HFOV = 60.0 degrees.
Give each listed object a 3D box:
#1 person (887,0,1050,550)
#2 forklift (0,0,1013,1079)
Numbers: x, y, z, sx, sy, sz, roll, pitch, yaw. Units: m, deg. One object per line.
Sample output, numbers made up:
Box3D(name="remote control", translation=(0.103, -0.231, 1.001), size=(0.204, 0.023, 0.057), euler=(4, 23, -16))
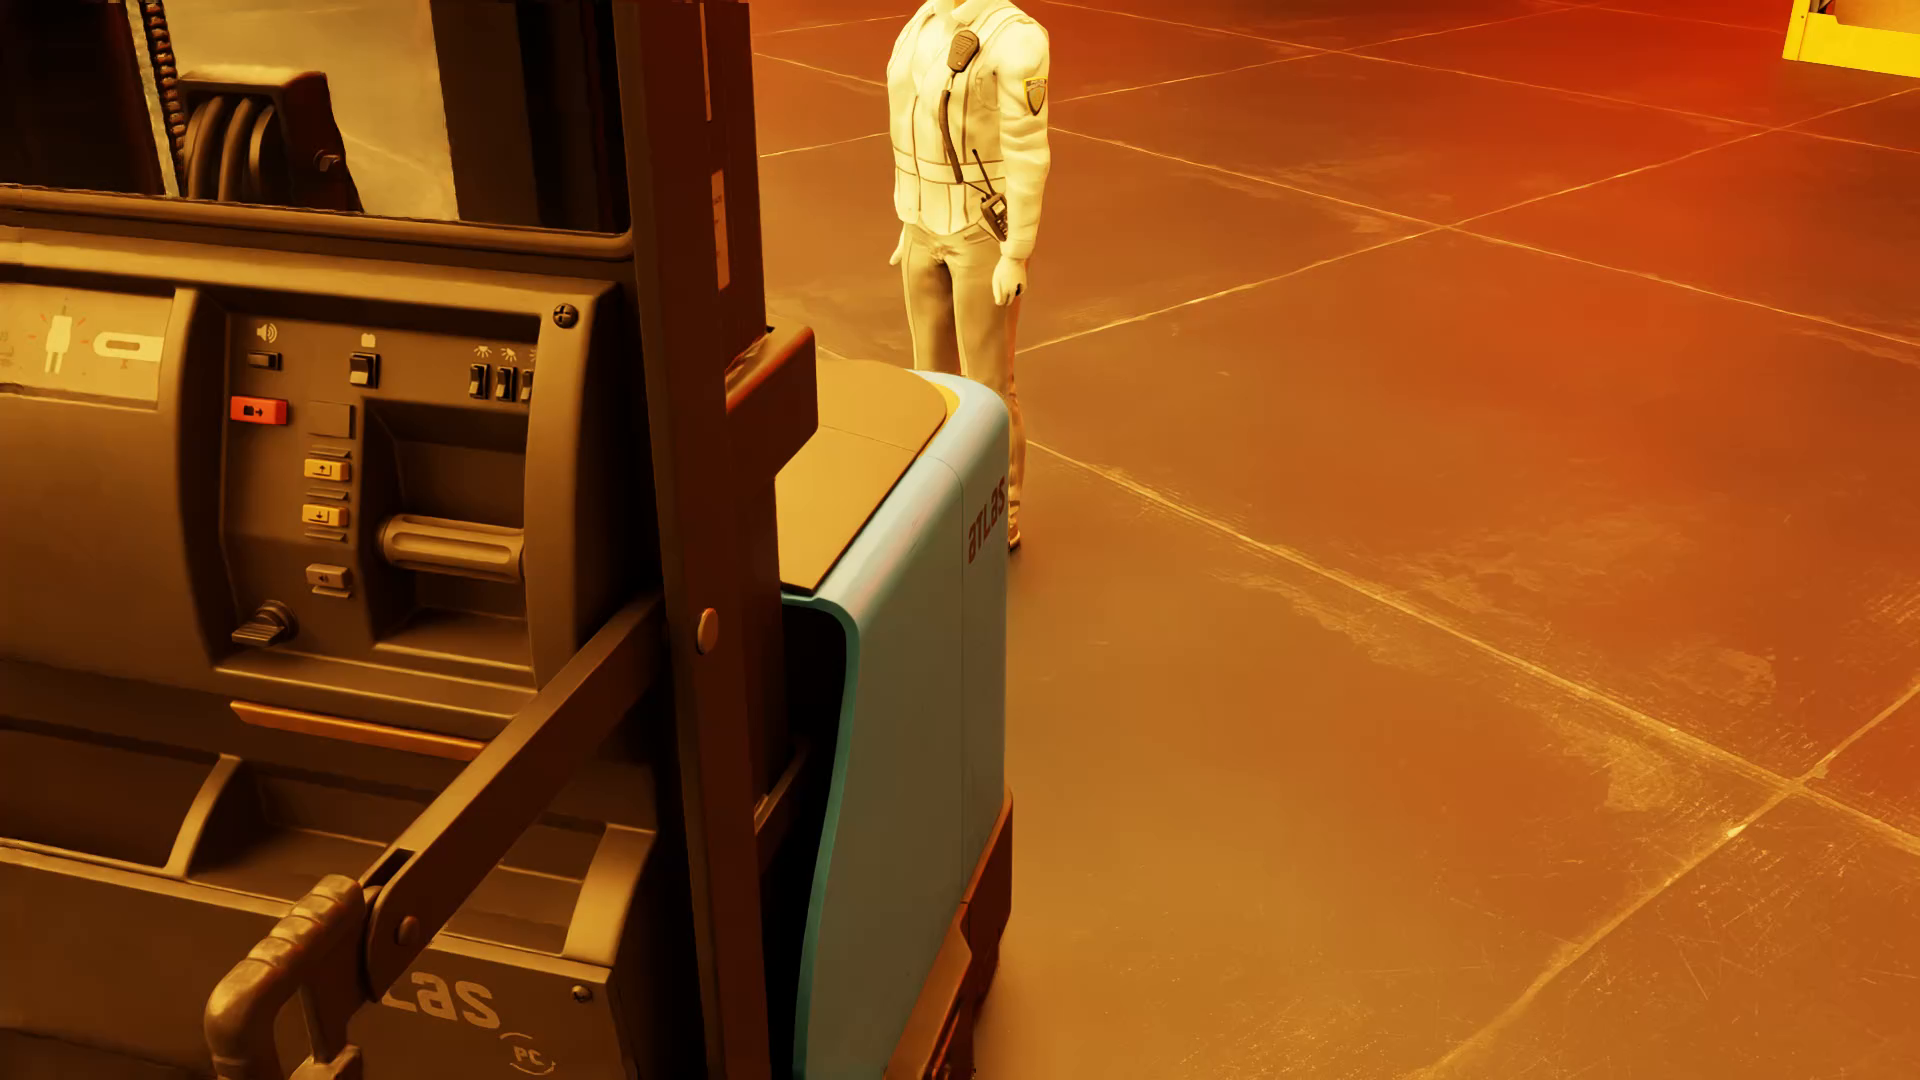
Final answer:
Box3D(name="person", translation=(0.004, -0.754, 4.123), size=(0.353, 1.694, 0.461), euler=(-20, 33, -35))
Box3D(name="forklift", translation=(-0.800, -0.035, 1.273), size=(1.130, 2.935, 3.031), euler=(7, 27, 14))
